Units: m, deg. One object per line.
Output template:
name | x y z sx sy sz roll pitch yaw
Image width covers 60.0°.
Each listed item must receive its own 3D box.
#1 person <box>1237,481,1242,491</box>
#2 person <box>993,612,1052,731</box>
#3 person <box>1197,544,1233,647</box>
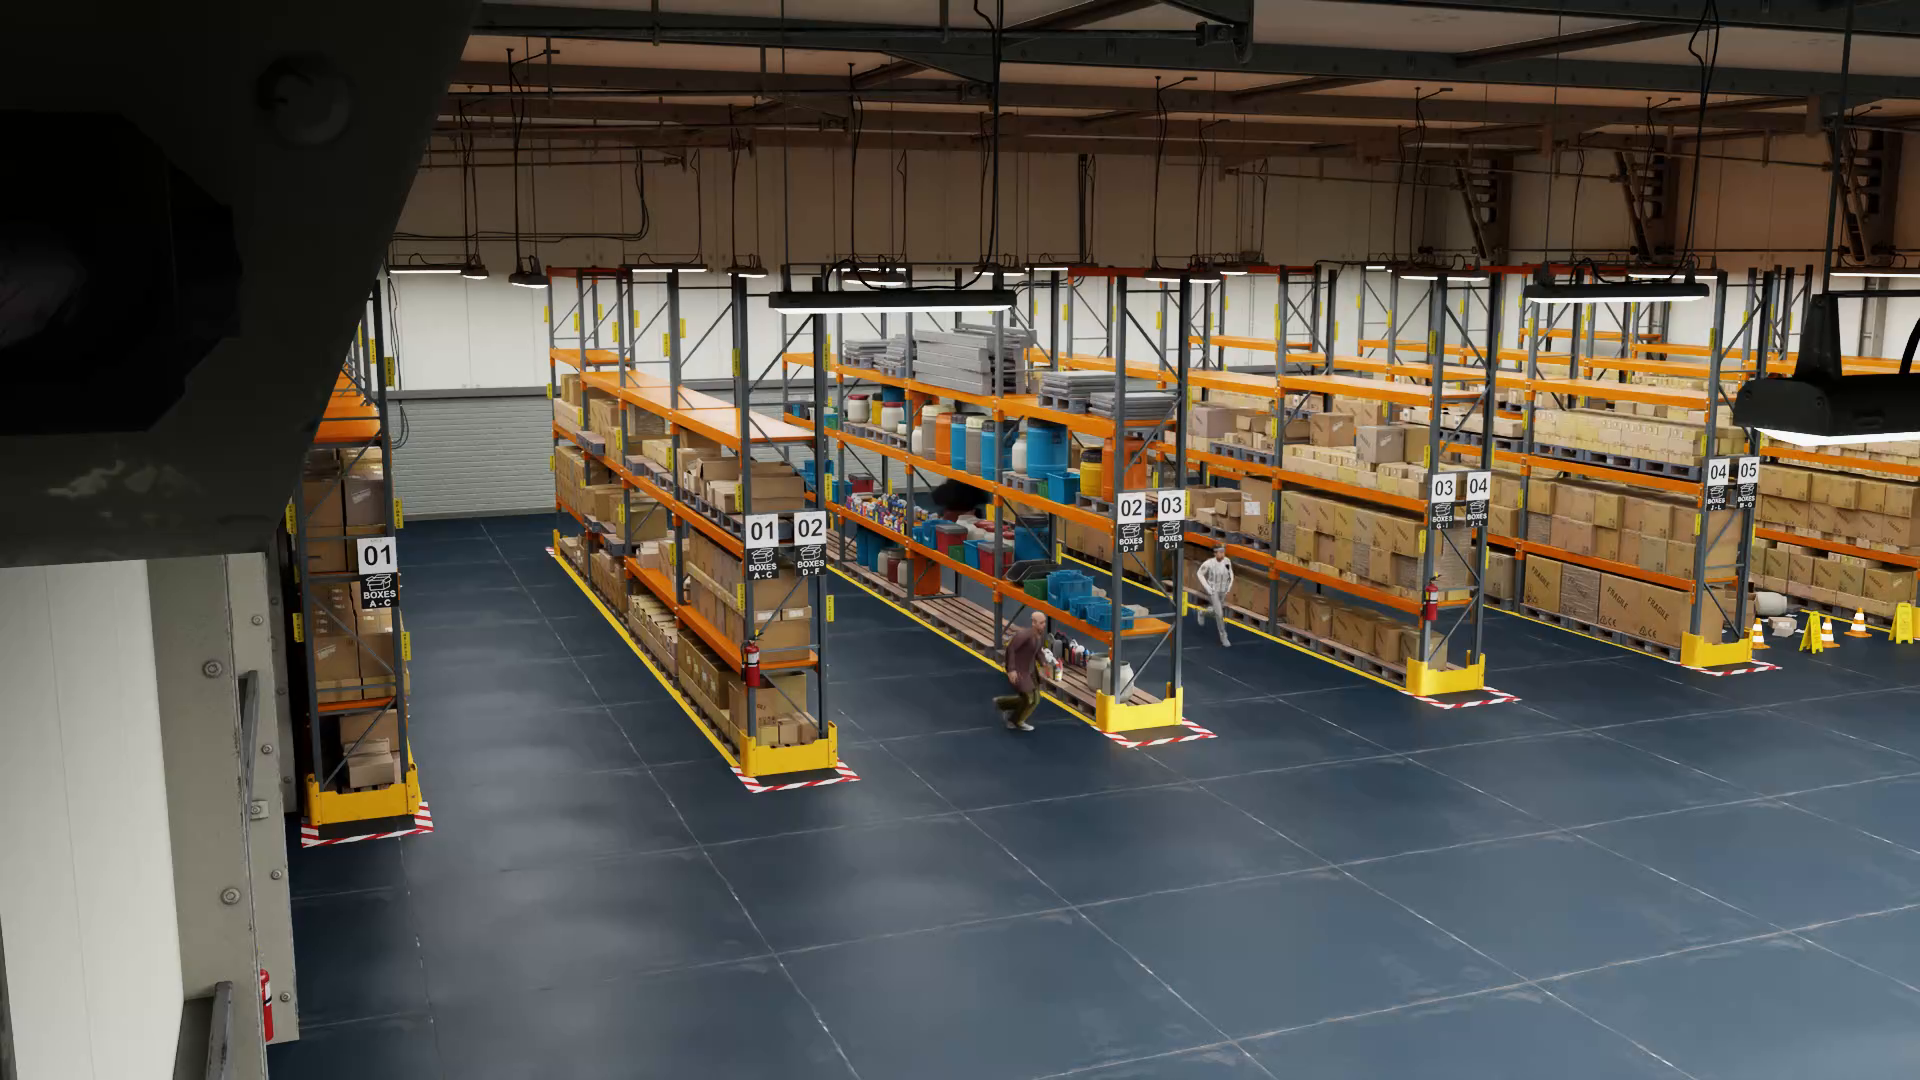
person | 7.170 -1.603 41.155 0.691 1.698 0.614 8 12 37
person | 0.810 1.727 22.029 0.780 1.638 0.708 7 12 33
person | 4.143 0.846 27.122 0.620 1.684 0.974 -5 11 -24
